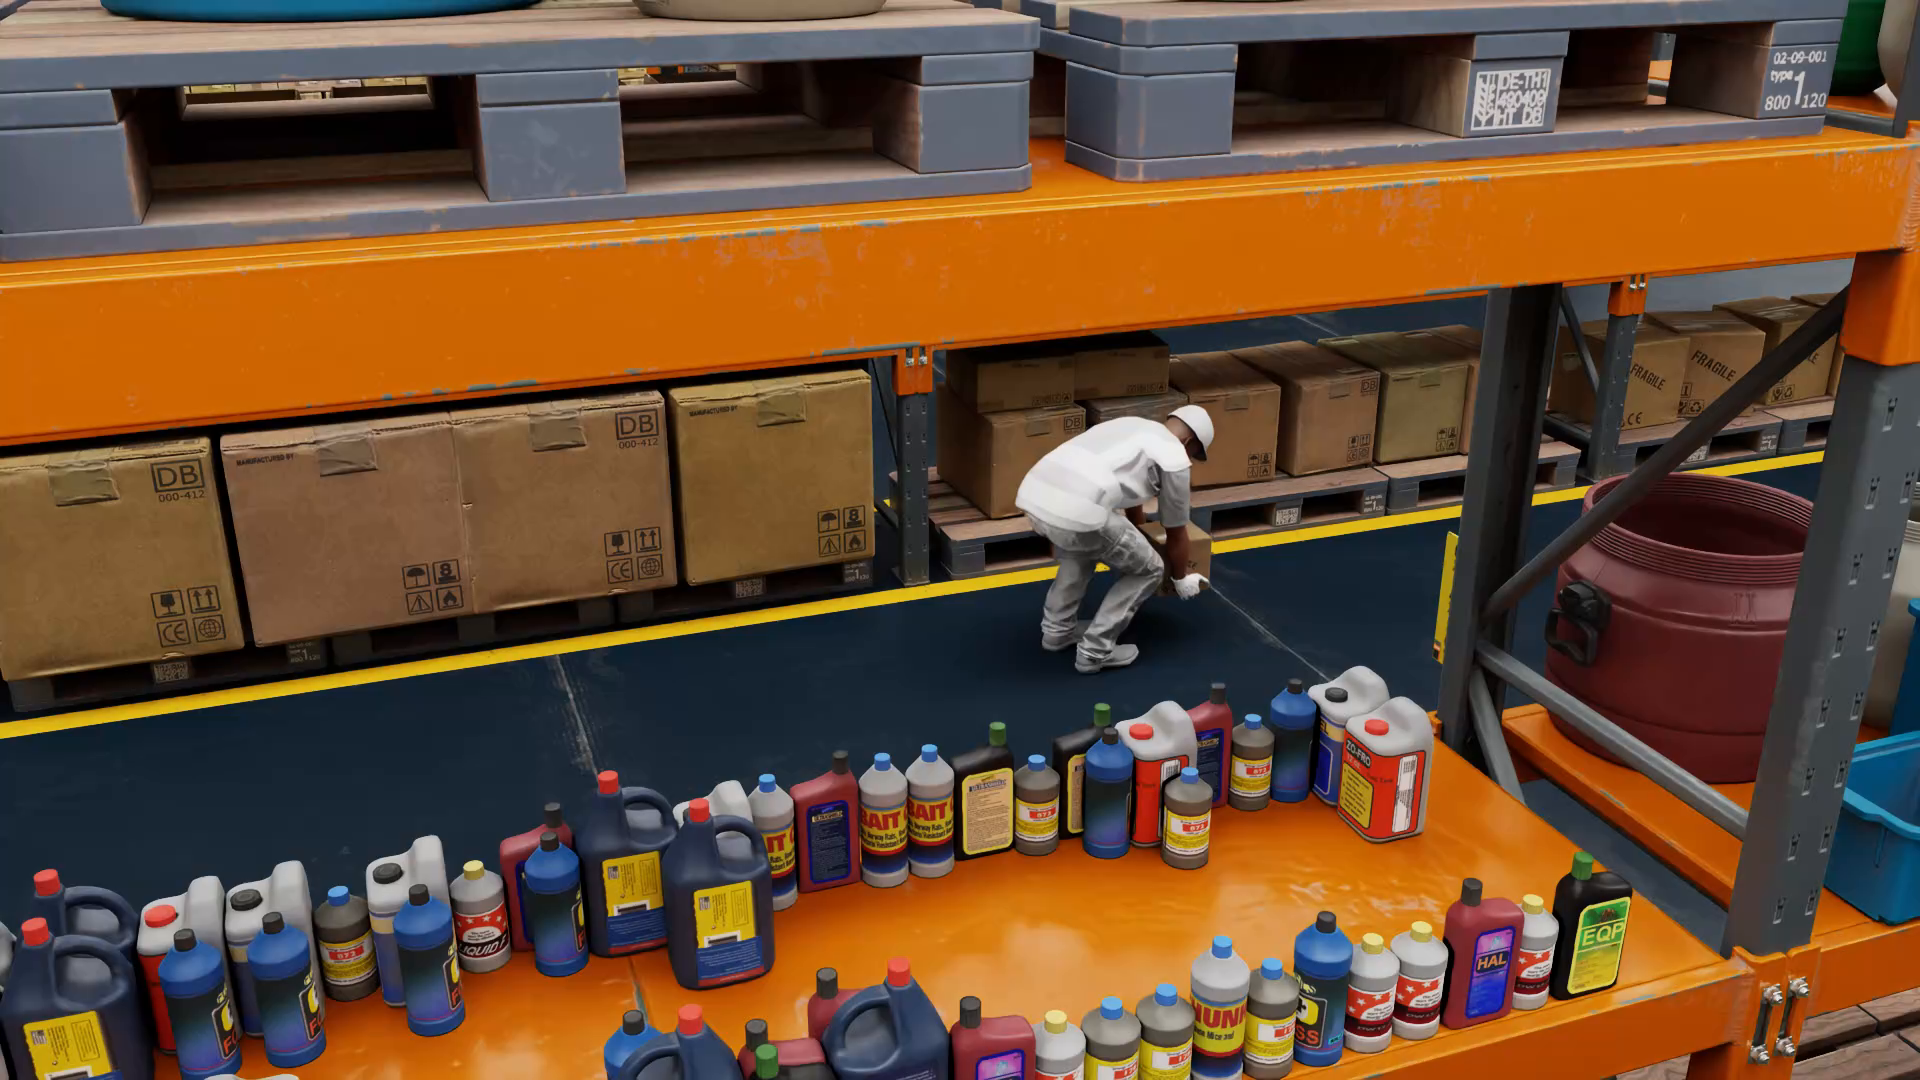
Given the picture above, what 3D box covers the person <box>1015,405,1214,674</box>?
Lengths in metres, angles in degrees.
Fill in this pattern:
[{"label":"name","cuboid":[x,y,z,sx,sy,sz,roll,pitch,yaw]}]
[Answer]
[{"label":"person","cuboid":[0.684,-0.019,7.118,0.977,1.019,0.544,-15,27,-32]}]
